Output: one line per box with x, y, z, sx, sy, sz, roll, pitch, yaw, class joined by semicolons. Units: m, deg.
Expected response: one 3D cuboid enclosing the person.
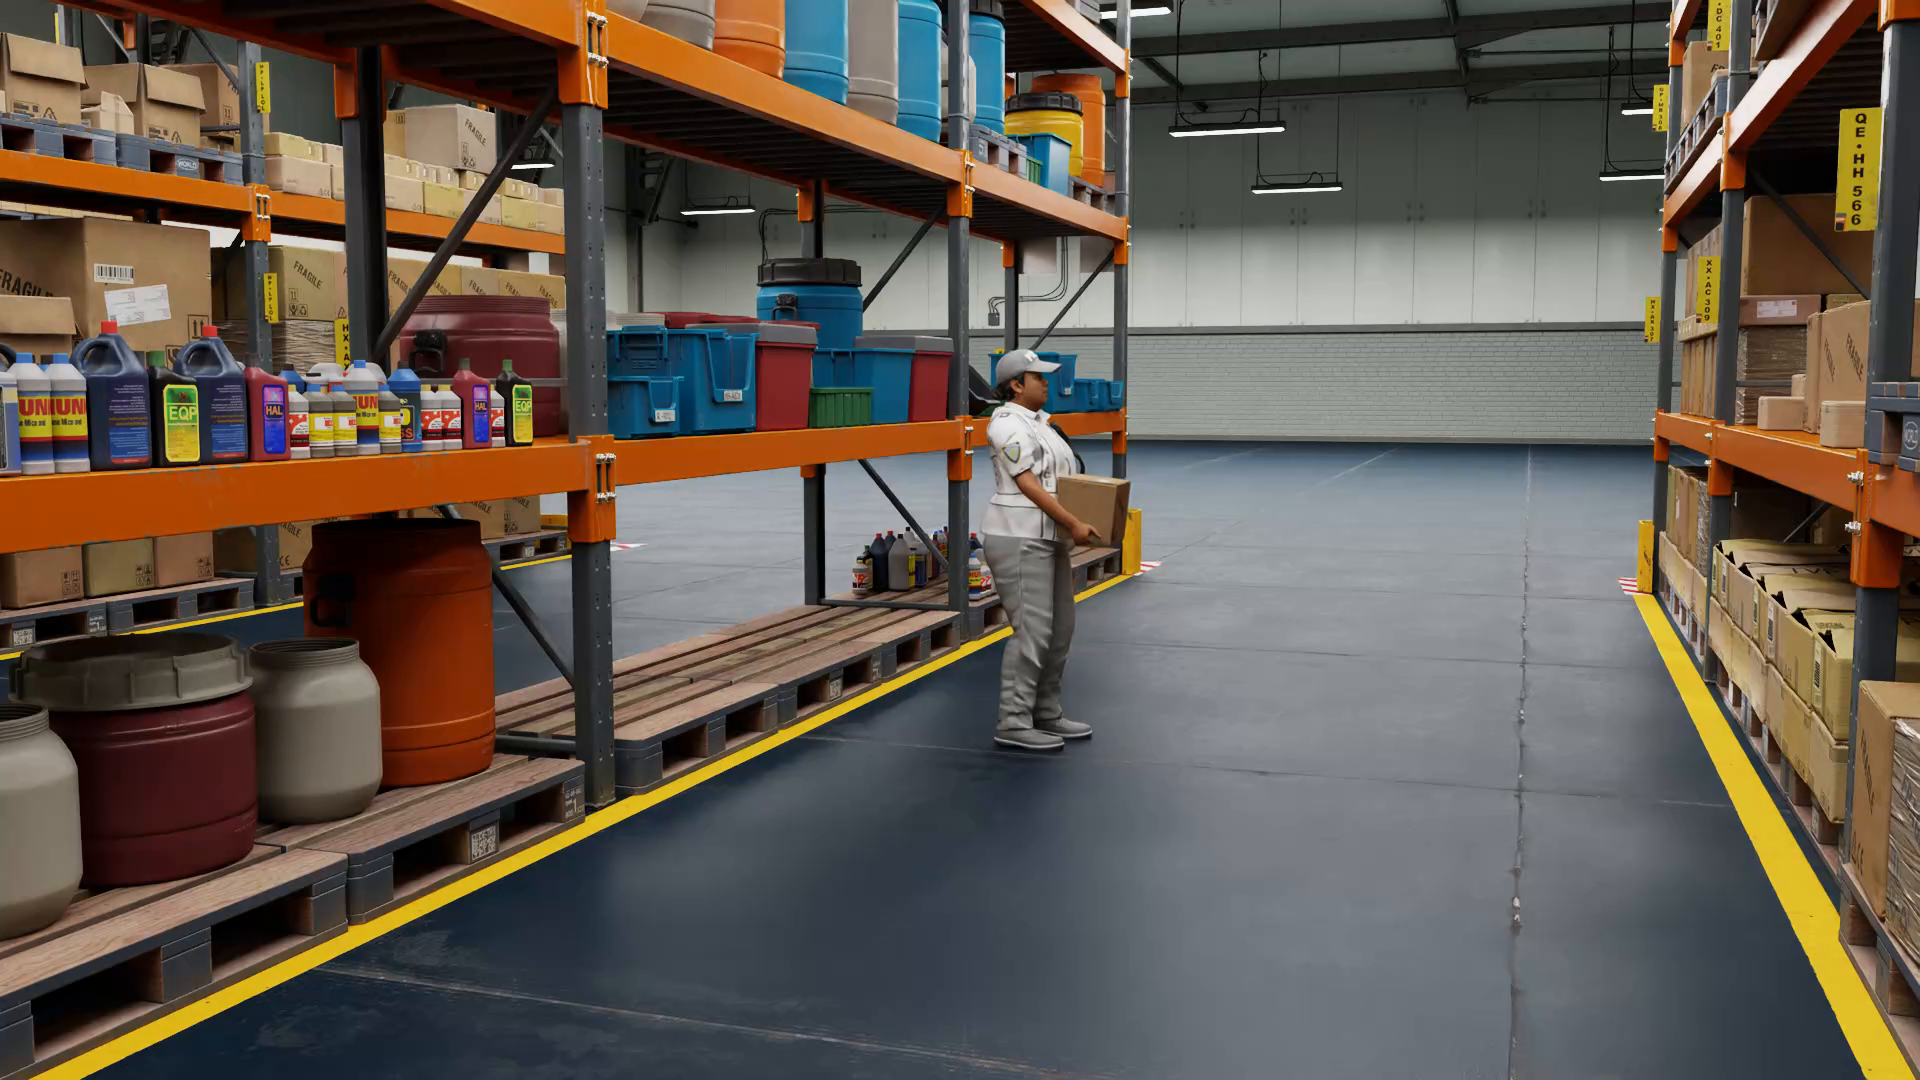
0.366;0.028;6.981;0.534;1.653;0.453;2;6;19;person
